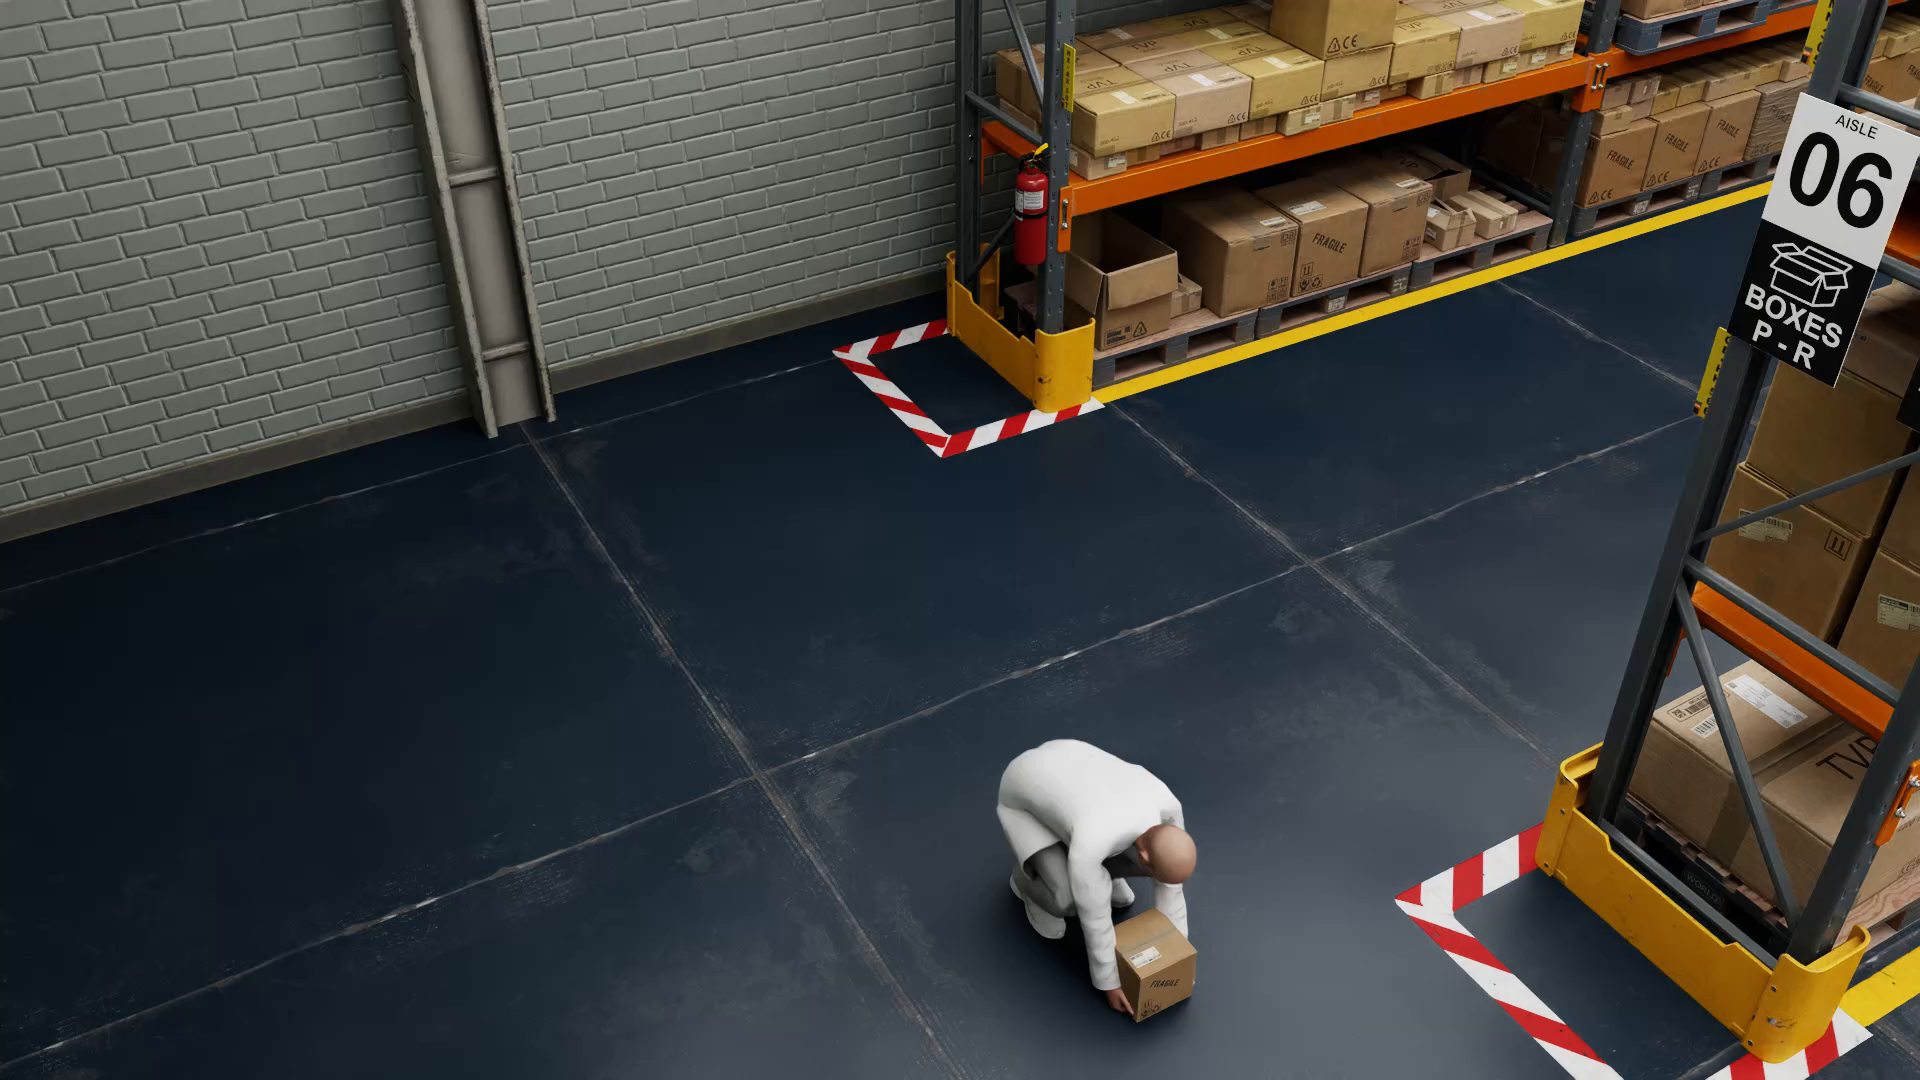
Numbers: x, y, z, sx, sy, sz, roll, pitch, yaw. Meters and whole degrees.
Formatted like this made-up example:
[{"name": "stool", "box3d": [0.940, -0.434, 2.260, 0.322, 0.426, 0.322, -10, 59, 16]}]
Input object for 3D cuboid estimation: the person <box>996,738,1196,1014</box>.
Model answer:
[{"name": "person", "box3d": [0.506, 1.183, 6.207, 0.577, 0.817, 0.932, -20, 41, -25]}]
